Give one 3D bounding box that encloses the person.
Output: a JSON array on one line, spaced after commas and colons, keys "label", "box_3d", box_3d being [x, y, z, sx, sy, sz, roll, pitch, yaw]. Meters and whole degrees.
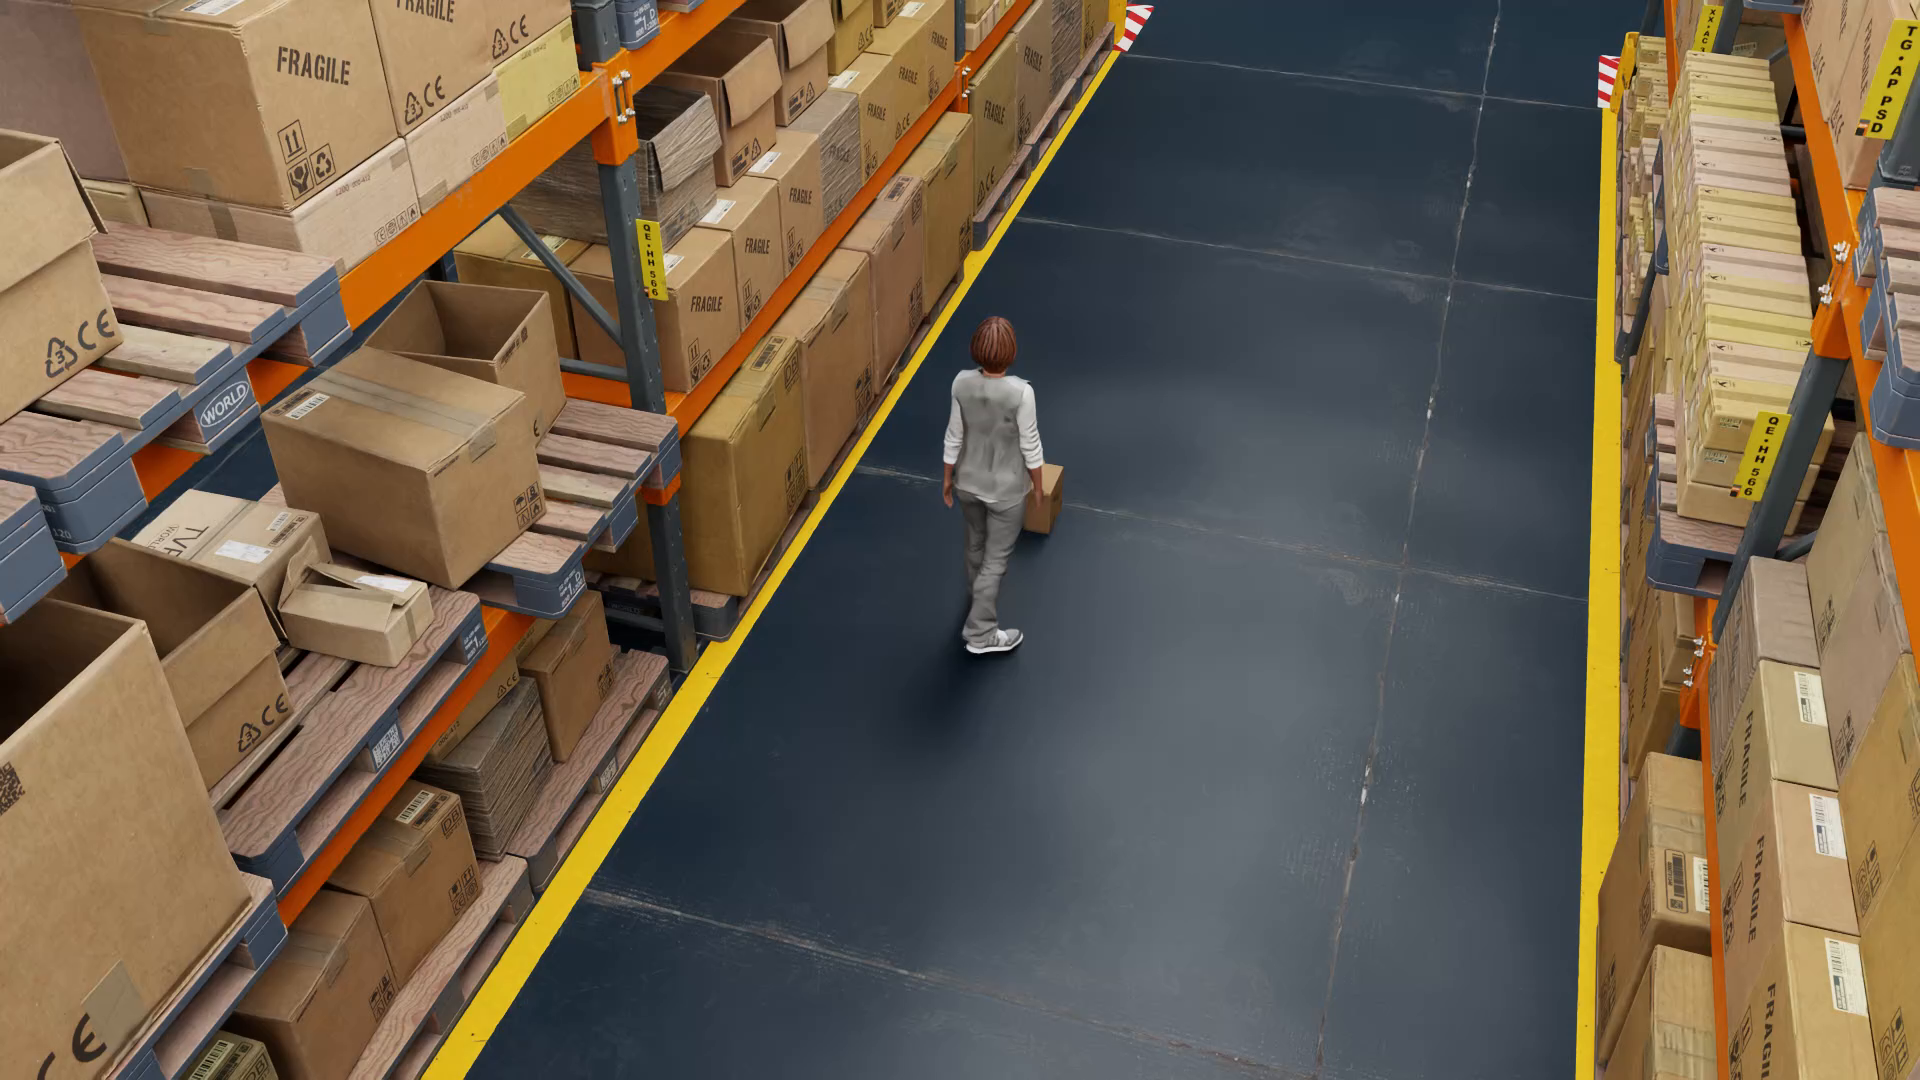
[{"label": "person", "box_3d": [0.167, -0.262, 7.224, 0.426, 1.583, 0.604, 19, 41, 23]}]
